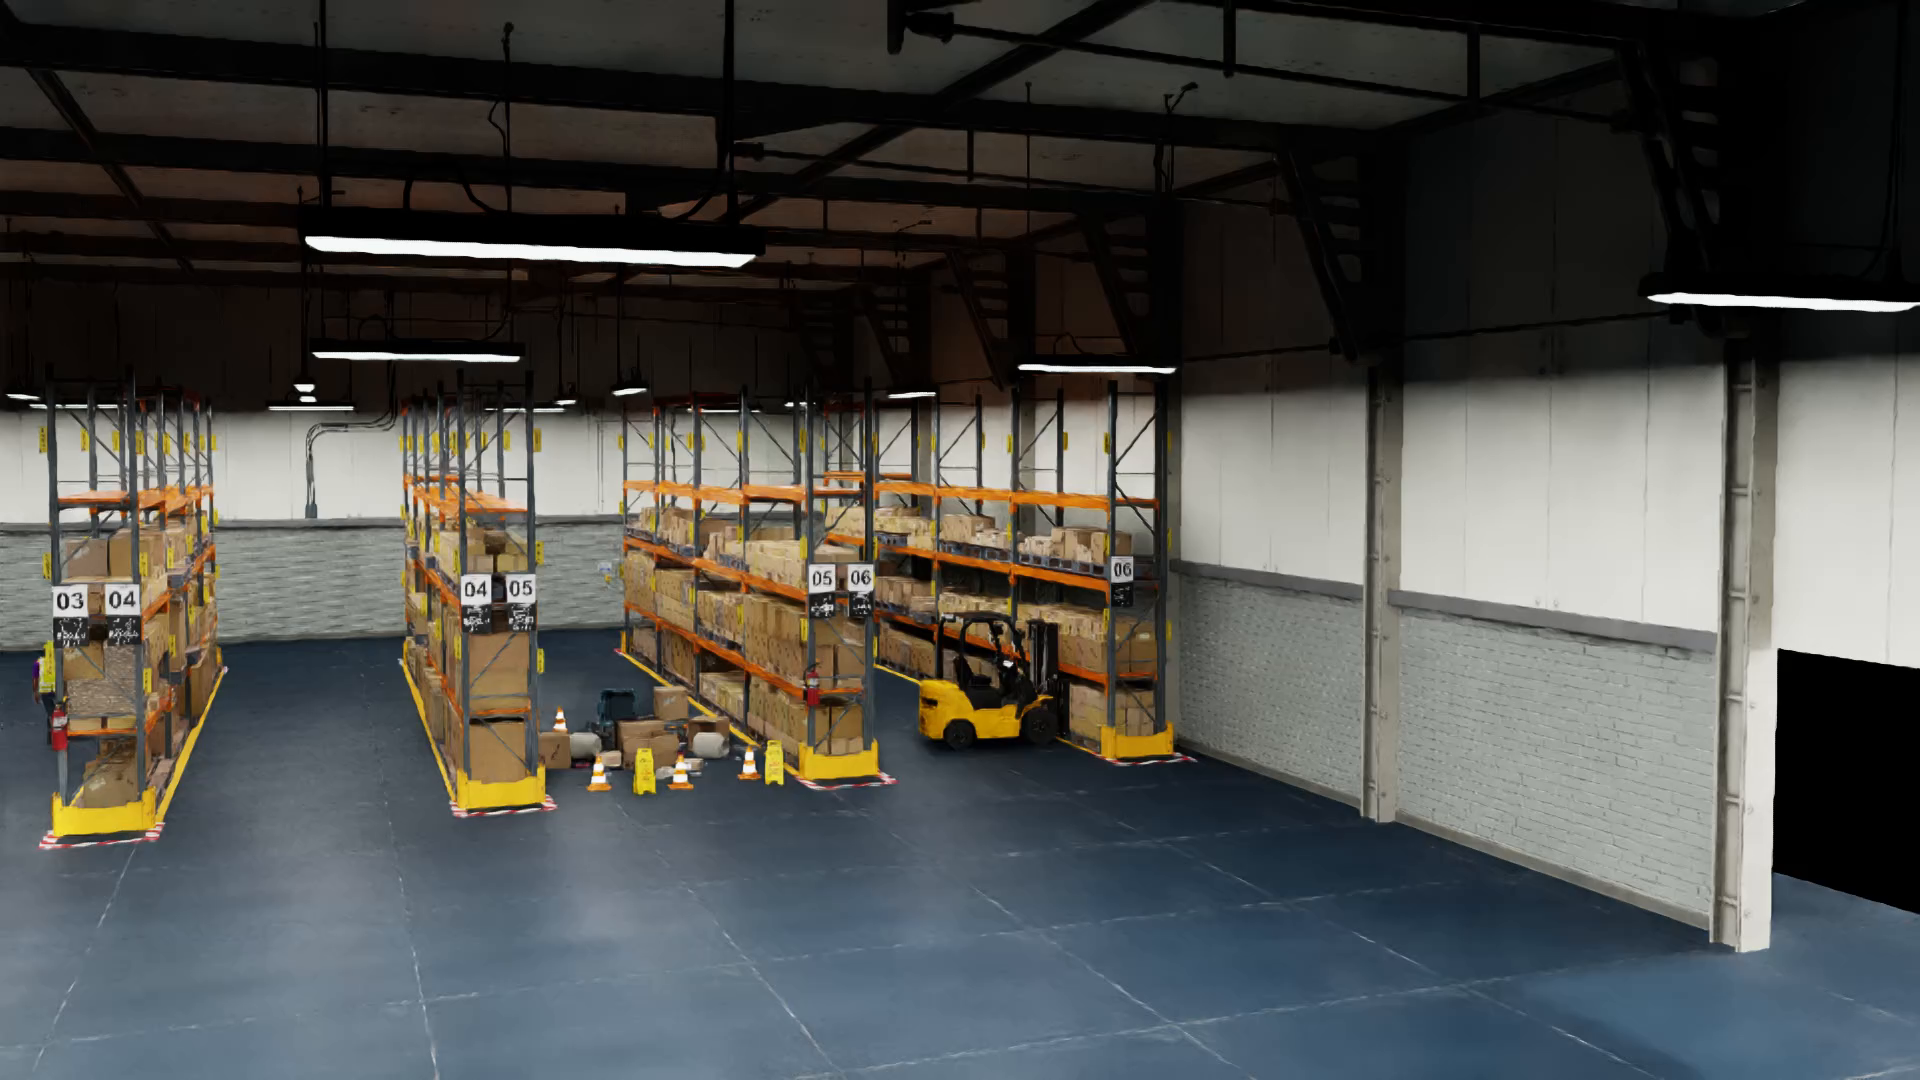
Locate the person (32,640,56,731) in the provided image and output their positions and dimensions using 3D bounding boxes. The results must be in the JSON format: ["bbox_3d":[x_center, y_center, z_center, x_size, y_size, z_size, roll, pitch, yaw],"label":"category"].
[{"bbox_3d":[-15.227,2.517,27.872,0.577,1.691,1.114,-1,4,-19],"label":"person"}]
